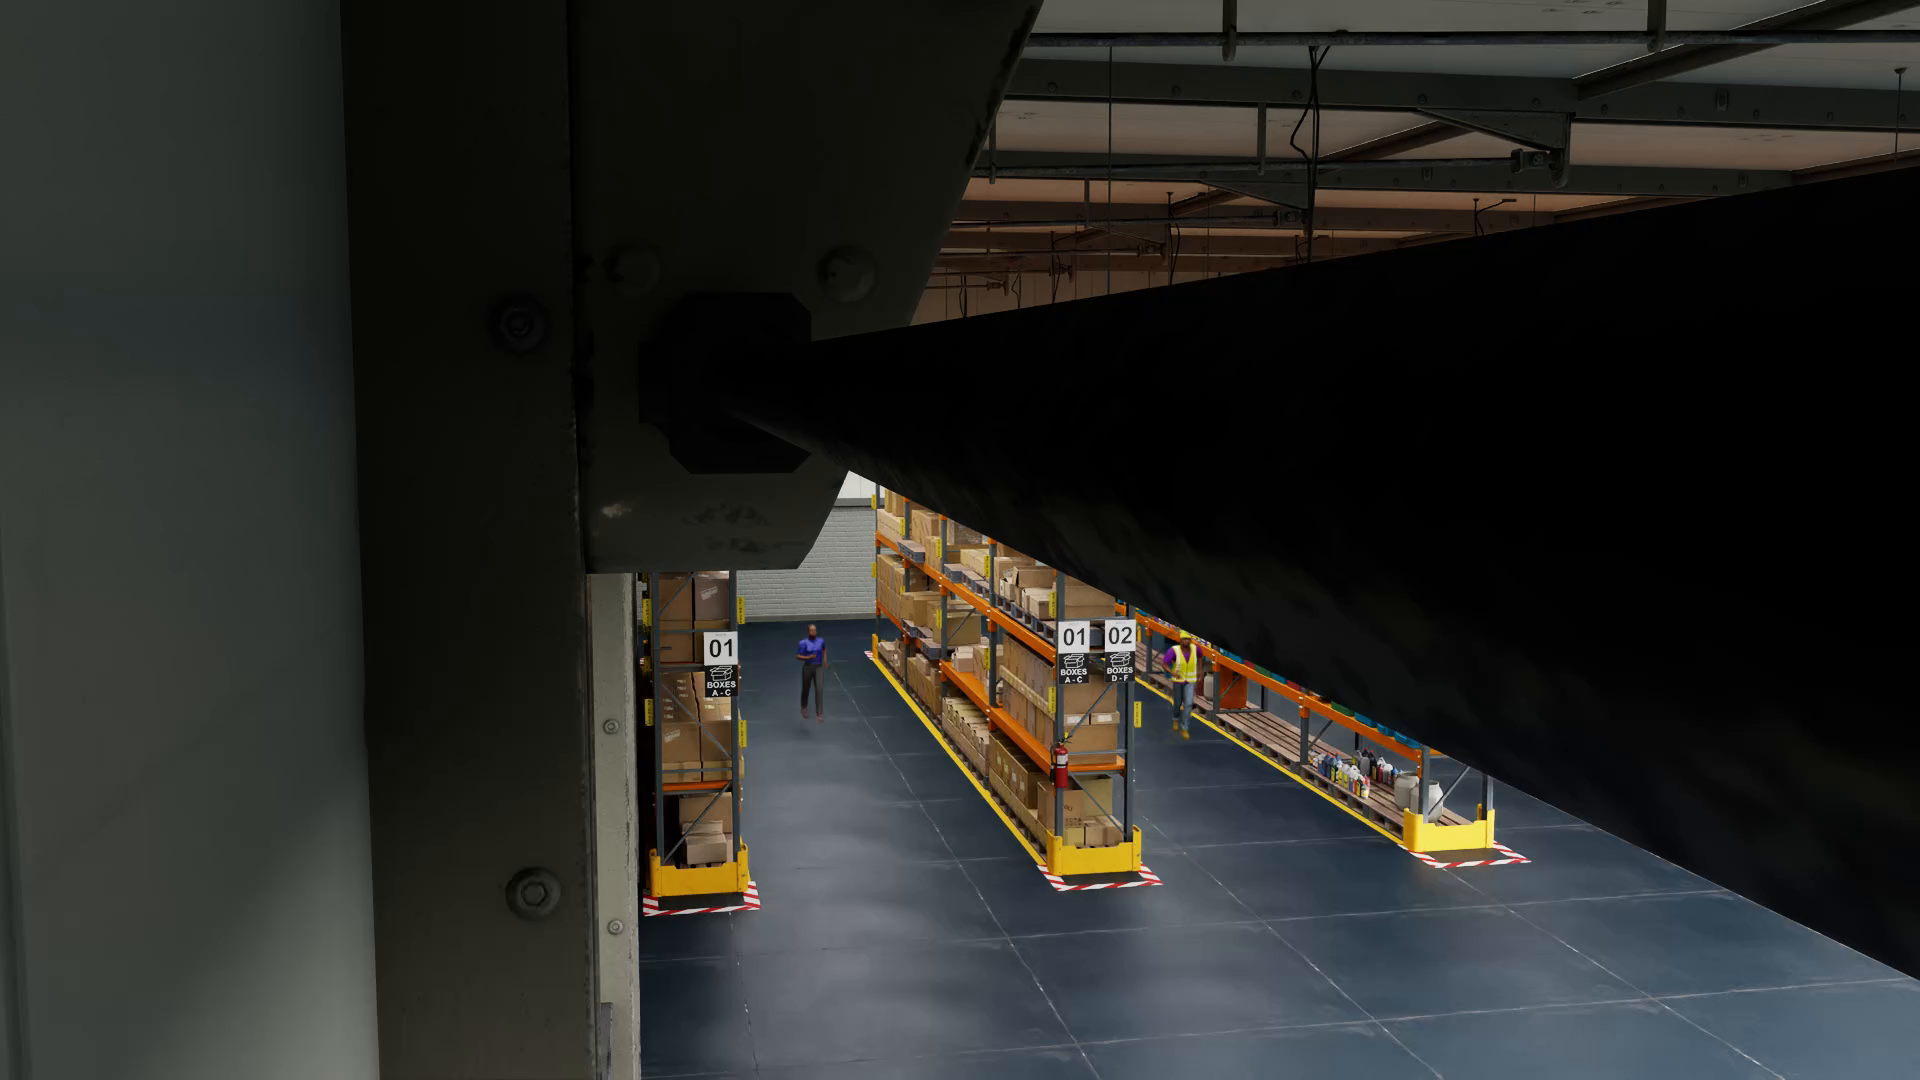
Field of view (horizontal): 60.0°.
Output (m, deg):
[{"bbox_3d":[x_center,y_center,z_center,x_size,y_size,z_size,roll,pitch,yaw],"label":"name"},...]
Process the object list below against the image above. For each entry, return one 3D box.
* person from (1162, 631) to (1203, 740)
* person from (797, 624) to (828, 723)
[{"bbox_3d":[3.714,2.369,27.646,0.725,1.771,0.941,-1,6,-6],"label":"person"},{"bbox_3d":[-2.543,2.282,28.761,0.575,1.668,0.895,-2,6,-18],"label":"person"}]
